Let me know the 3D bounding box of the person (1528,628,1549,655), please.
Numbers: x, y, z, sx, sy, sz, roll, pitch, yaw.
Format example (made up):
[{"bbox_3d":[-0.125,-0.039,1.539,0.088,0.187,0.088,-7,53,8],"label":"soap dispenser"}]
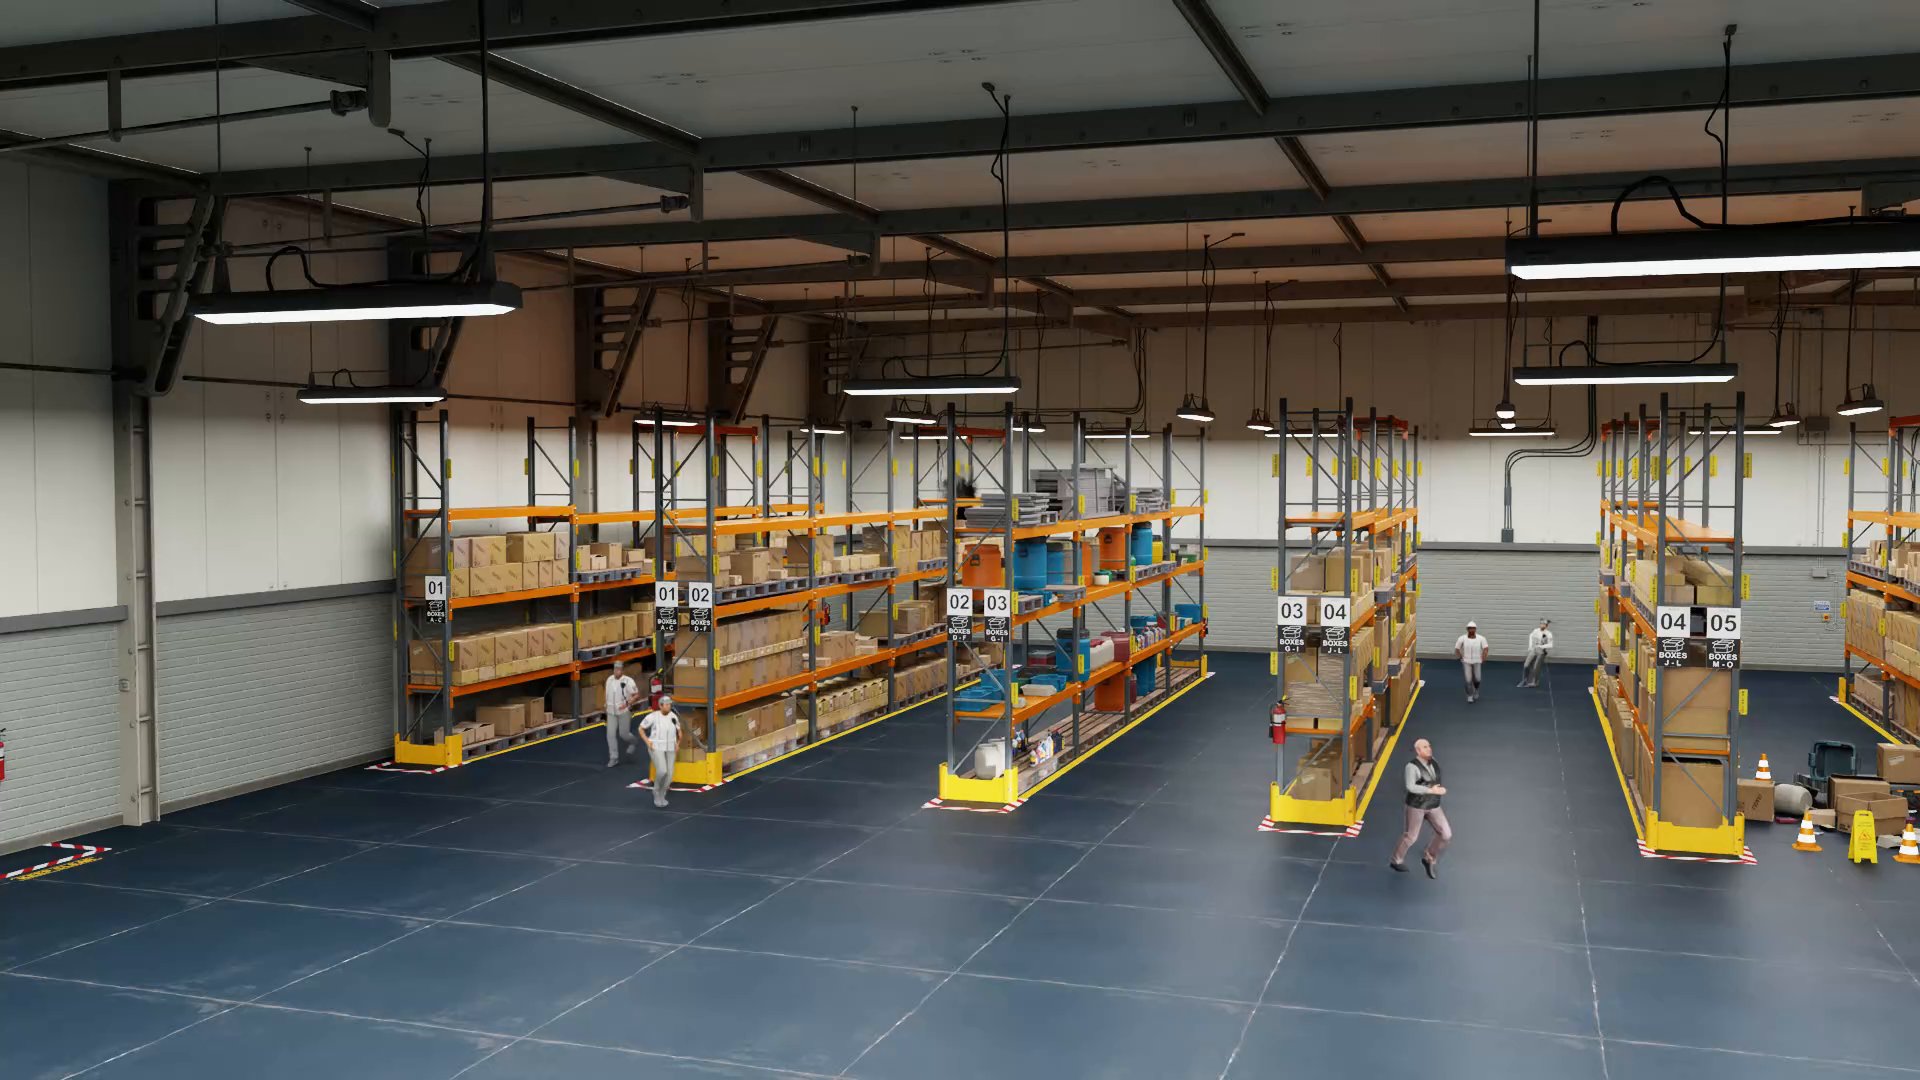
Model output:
[{"bbox_3d":[13.085,2.301,37.615,0.529,0.598,0.470,2,3,42],"label":"person"}]

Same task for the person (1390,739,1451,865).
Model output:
[{"bbox_3d":[5.643,3.206,20.244,0.661,1.591,0.861,-1,3,-27],"label":"person"}]

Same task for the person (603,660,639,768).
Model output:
[{"bbox_3d":[-5.776,2.922,28.213,0.676,1.780,0.895,0,2,10],"label":"person"}]

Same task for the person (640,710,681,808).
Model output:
[{"bbox_3d":[-4.378,3.229,24.602,0.582,1.431,0.591,-2,3,-36],"label":"person"}]

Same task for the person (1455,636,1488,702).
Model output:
[{"bbox_3d":[10.934,2.755,35.553,0.674,1.435,0.529,1,3,13],"label":"person"}]
